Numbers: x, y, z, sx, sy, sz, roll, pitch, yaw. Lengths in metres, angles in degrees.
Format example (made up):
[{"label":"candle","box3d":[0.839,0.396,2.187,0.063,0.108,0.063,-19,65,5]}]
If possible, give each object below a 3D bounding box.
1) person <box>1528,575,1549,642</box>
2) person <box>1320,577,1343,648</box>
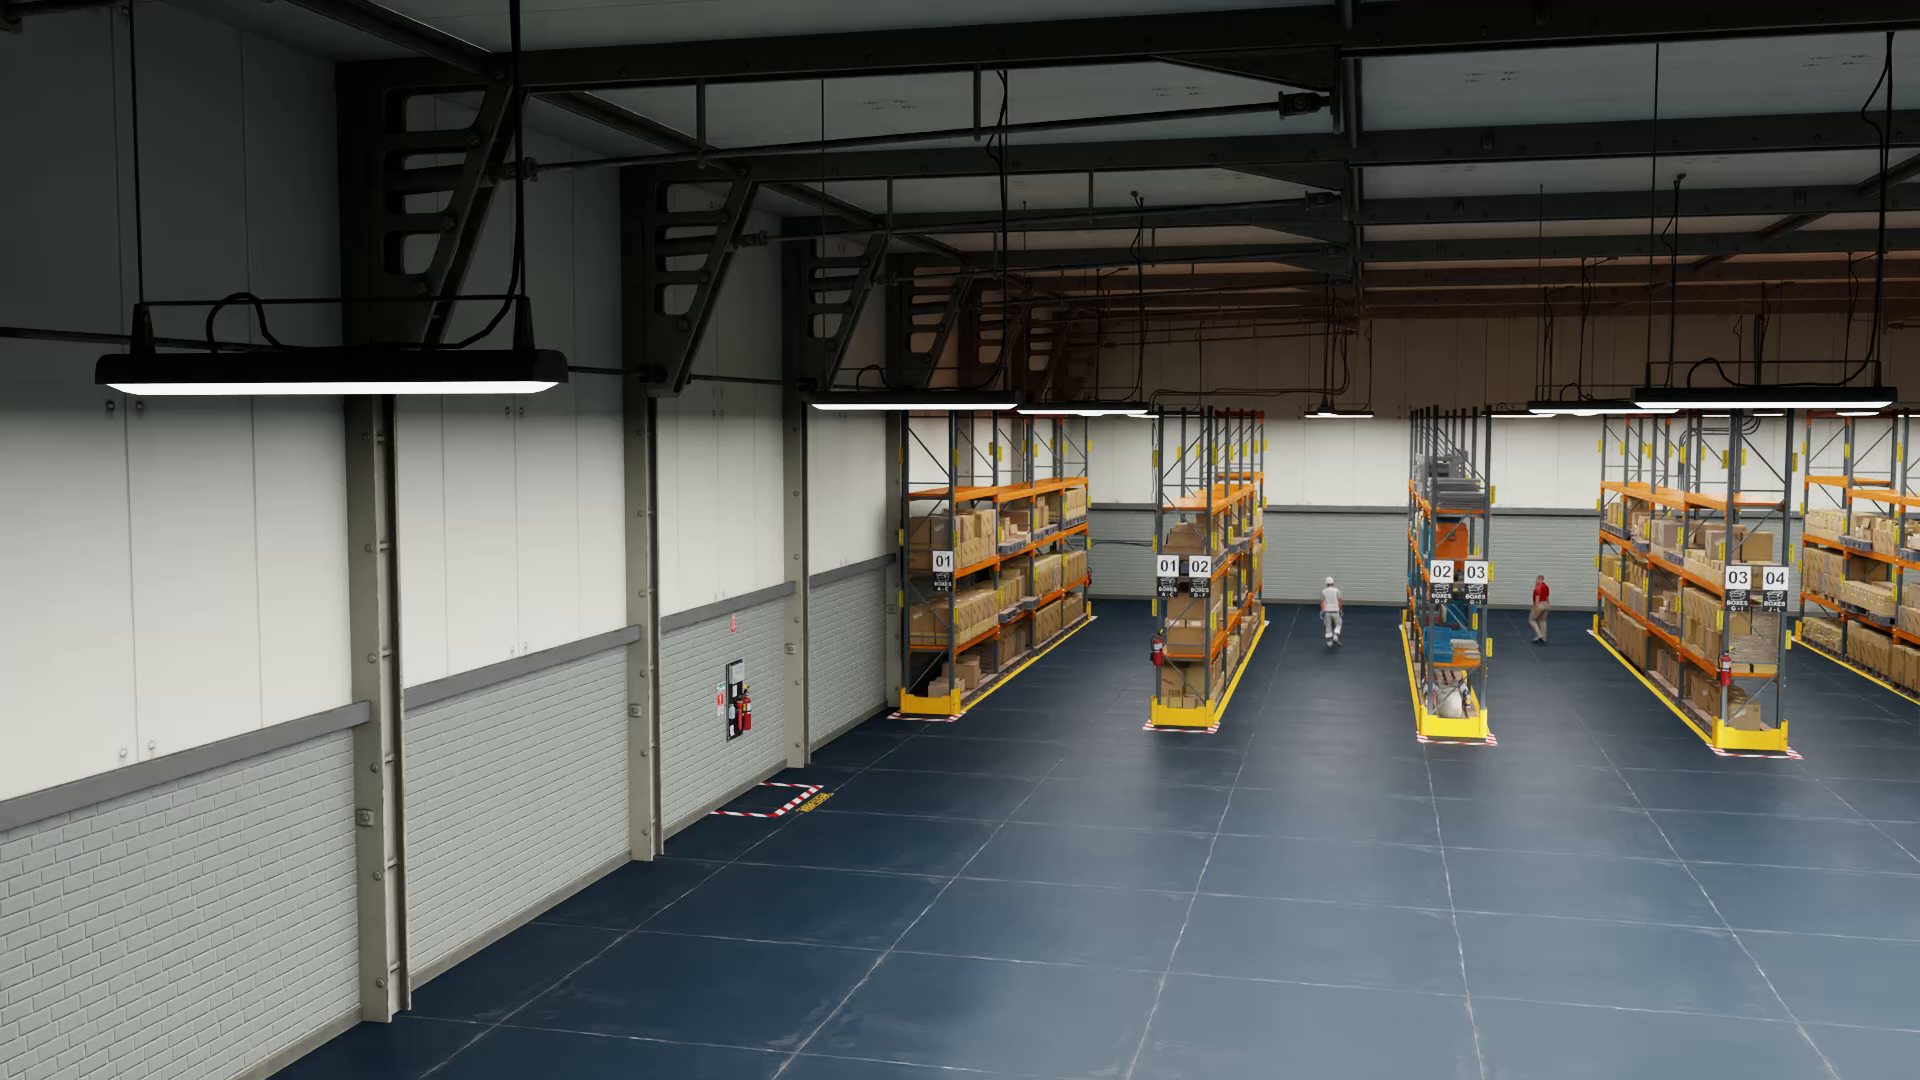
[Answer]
[{"label":"person","box3d":[15.056,1.777,43.176,0.579,1.753,0.395,-3,5,-36]},{"label":"person","box3d":[9.349,1.830,41.844,0.592,1.787,0.505,1,4,16]}]
